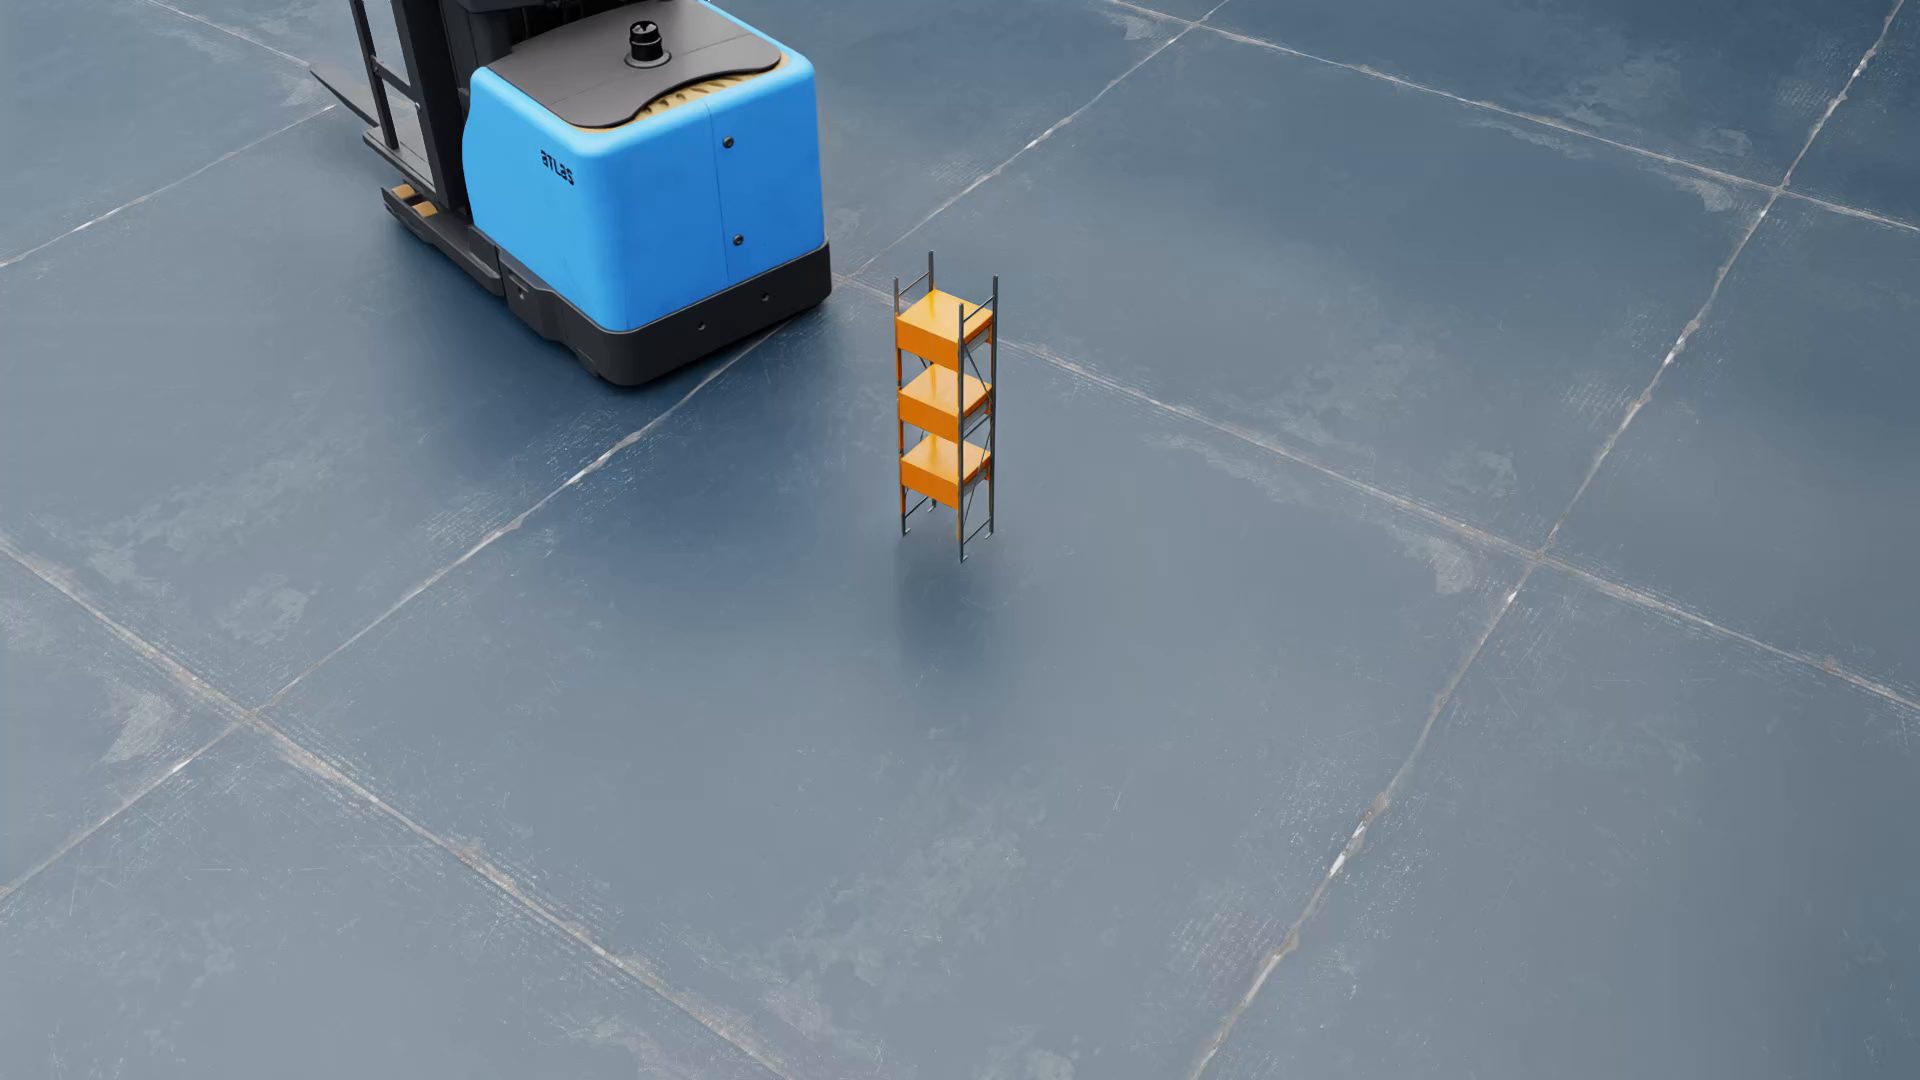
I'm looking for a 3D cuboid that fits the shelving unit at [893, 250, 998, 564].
[{"bbox_3d":[-0.044,-0.412,5.423,0.252,1.050,0.215,25,48,25],"label":"shelving unit"}]

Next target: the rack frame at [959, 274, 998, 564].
[{"bbox_3d":[0.056,-0.365,5.371,0.008,1.050,0.200,25,48,25],"label":"rack frame"}]

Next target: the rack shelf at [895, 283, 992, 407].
[{"bbox_3d":[-0.044,-0.615,5.241,0.240,0.259,0.215,25,48,25],"label":"rack shelf"}]

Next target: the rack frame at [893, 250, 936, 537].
[{"bbox_3d":[-0.144,-0.458,5.475,0.008,1.050,0.200,25,48,25],"label":"rack frame"}]

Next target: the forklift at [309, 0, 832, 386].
[{"bbox_3d":[-1.869,-2.583,6.438,1.130,2.935,3.031,-30,50,-29],"label":"forklift"}]

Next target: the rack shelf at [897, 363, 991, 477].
[{"bbox_3d":[-0.044,-0.404,5.430,0.240,0.259,0.215,25,48,25],"label":"rack shelf"}]

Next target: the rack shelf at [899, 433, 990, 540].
[{"bbox_3d":[-0.044,-0.197,5.615,0.240,0.259,0.215,25,48,25],"label":"rack shelf"}]
